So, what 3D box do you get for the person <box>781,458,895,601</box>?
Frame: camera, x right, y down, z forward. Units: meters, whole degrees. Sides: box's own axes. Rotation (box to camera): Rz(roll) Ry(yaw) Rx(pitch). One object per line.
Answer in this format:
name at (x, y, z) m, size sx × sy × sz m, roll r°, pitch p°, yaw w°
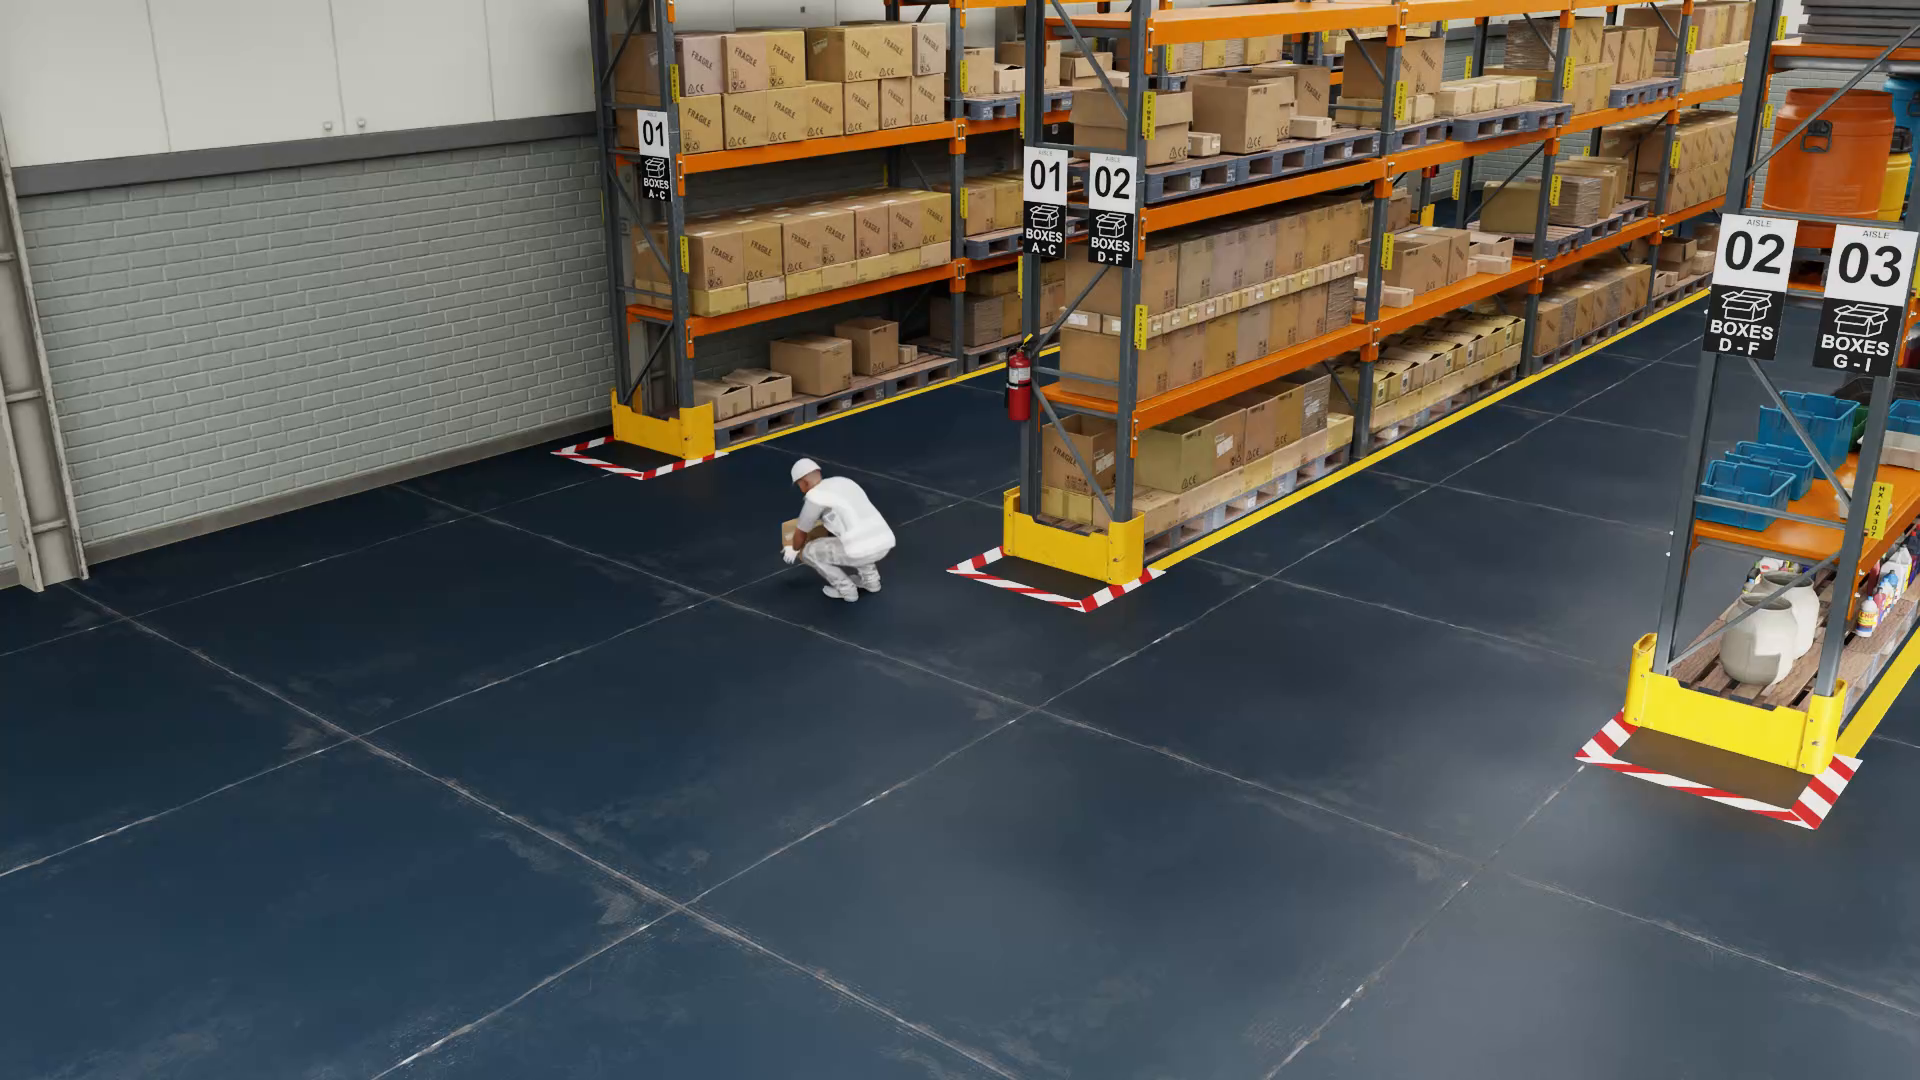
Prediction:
person at (-0.929, -0.094, 12.473) m, size 0.899 × 0.993 × 0.567 m, roll 16°, pitch 25°, yaw 36°
